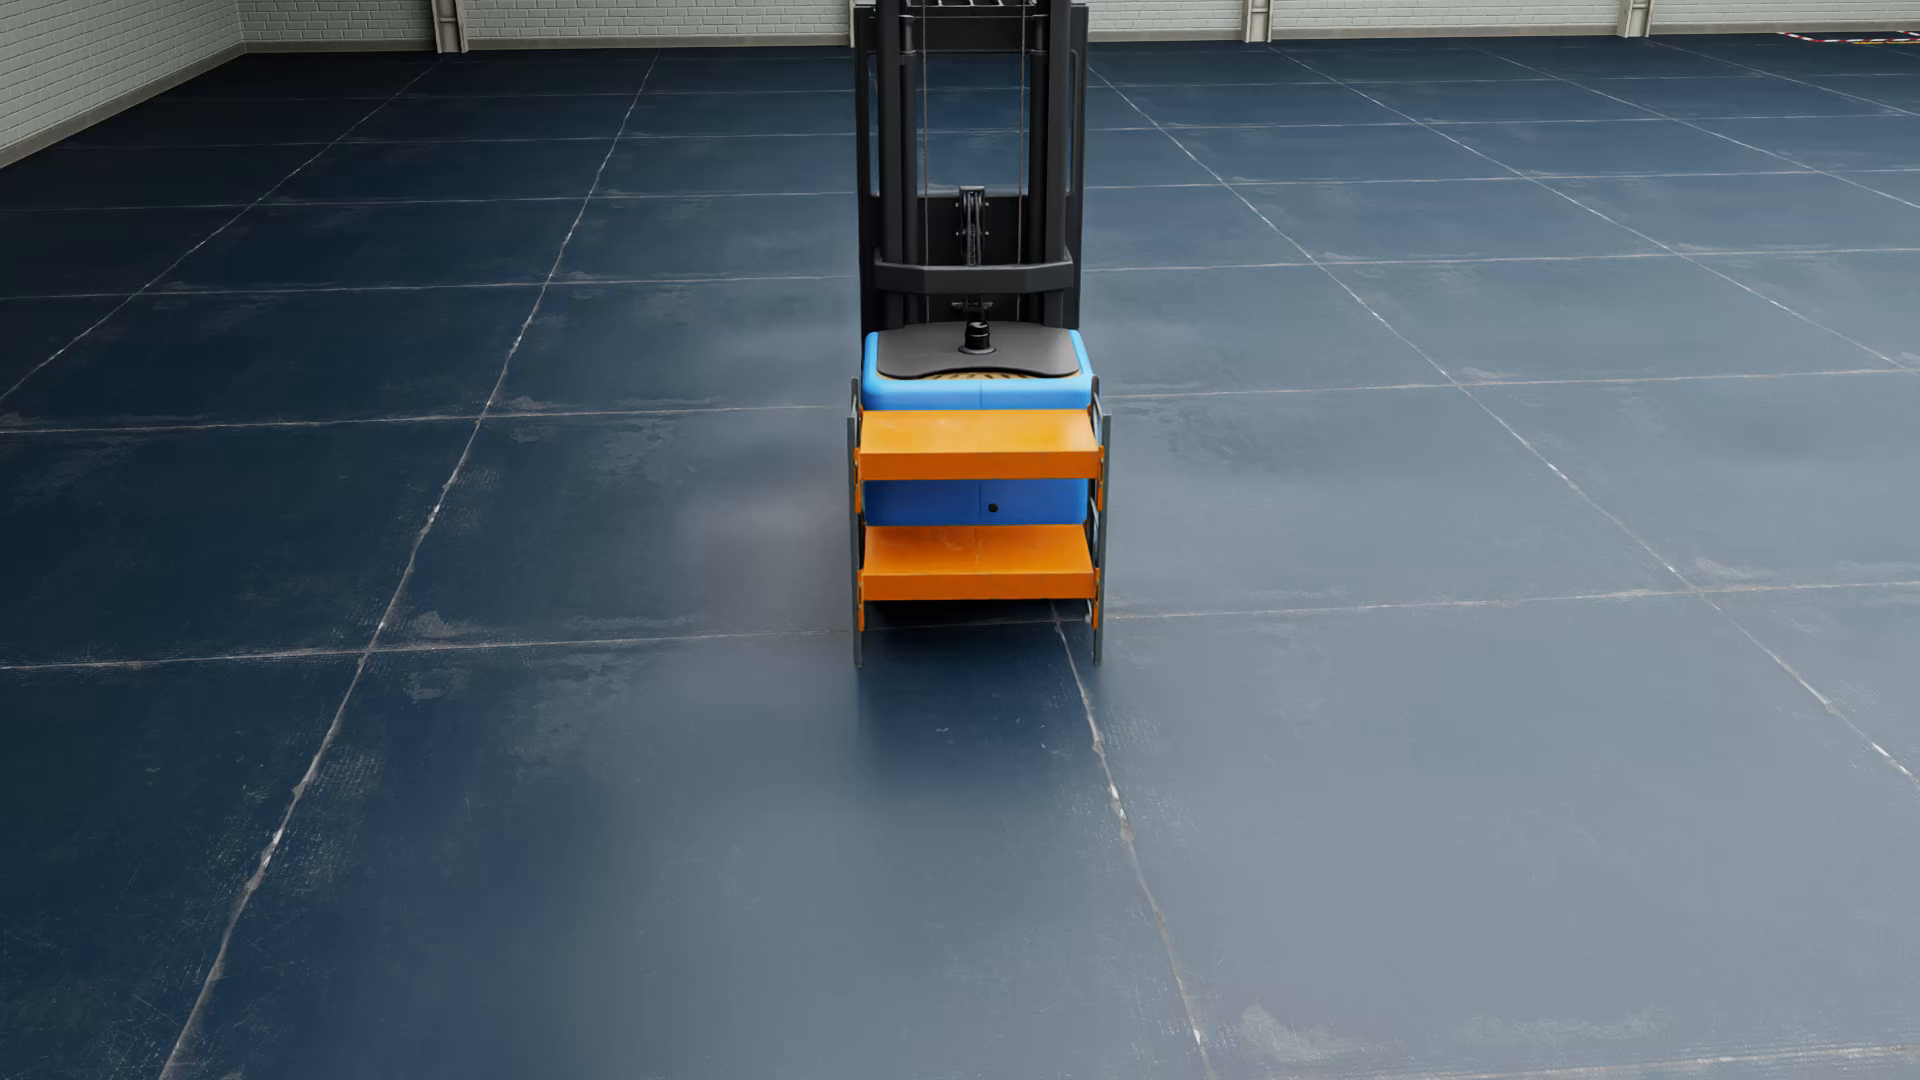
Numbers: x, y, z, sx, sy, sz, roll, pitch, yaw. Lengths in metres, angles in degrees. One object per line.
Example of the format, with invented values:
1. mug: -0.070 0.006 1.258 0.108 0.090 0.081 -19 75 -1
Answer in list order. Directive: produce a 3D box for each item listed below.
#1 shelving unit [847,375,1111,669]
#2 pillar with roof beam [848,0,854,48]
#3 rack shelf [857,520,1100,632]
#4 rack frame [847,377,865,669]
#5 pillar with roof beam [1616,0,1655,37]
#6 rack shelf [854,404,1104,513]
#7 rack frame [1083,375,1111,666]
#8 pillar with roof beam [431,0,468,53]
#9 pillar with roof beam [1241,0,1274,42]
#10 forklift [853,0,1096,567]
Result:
1. shelving unit: 0.070 -0.077 7.038 1.048 1.125 0.538 -1 24 -1
2. pillar with roof beam: -1.027 -9.766 19.142 0.400 9.000 9.100 -2 24 -5
3. rack shelf: 0.070 0.147 7.137 1.000 0.278 0.538 -1 24 -1
4. rack frame: -0.438 -0.072 7.026 0.032 1.125 0.500 -1 24 -1
5. pillar with roof beam: 10.915 -10.245 20.219 0.400 9.000 9.100 -2 24 -5
6. rack shelf: 0.070 -0.344 6.919 1.000 0.278 0.538 -1 24 -1
7. rack frame: 0.578 -0.082 7.050 0.032 1.125 0.500 -1 24 -1
8. pillar with roof beam: -6.998 -9.526 18.603 0.400 9.000 9.100 -2 24 -5
9. pillar with roof beam: 4.944 -10.005 19.681 0.400 9.000 9.100 -2 24 -5
10. forklift: 0.041 -1.636 8.321 1.130 2.935 3.031 -1 24 -2
